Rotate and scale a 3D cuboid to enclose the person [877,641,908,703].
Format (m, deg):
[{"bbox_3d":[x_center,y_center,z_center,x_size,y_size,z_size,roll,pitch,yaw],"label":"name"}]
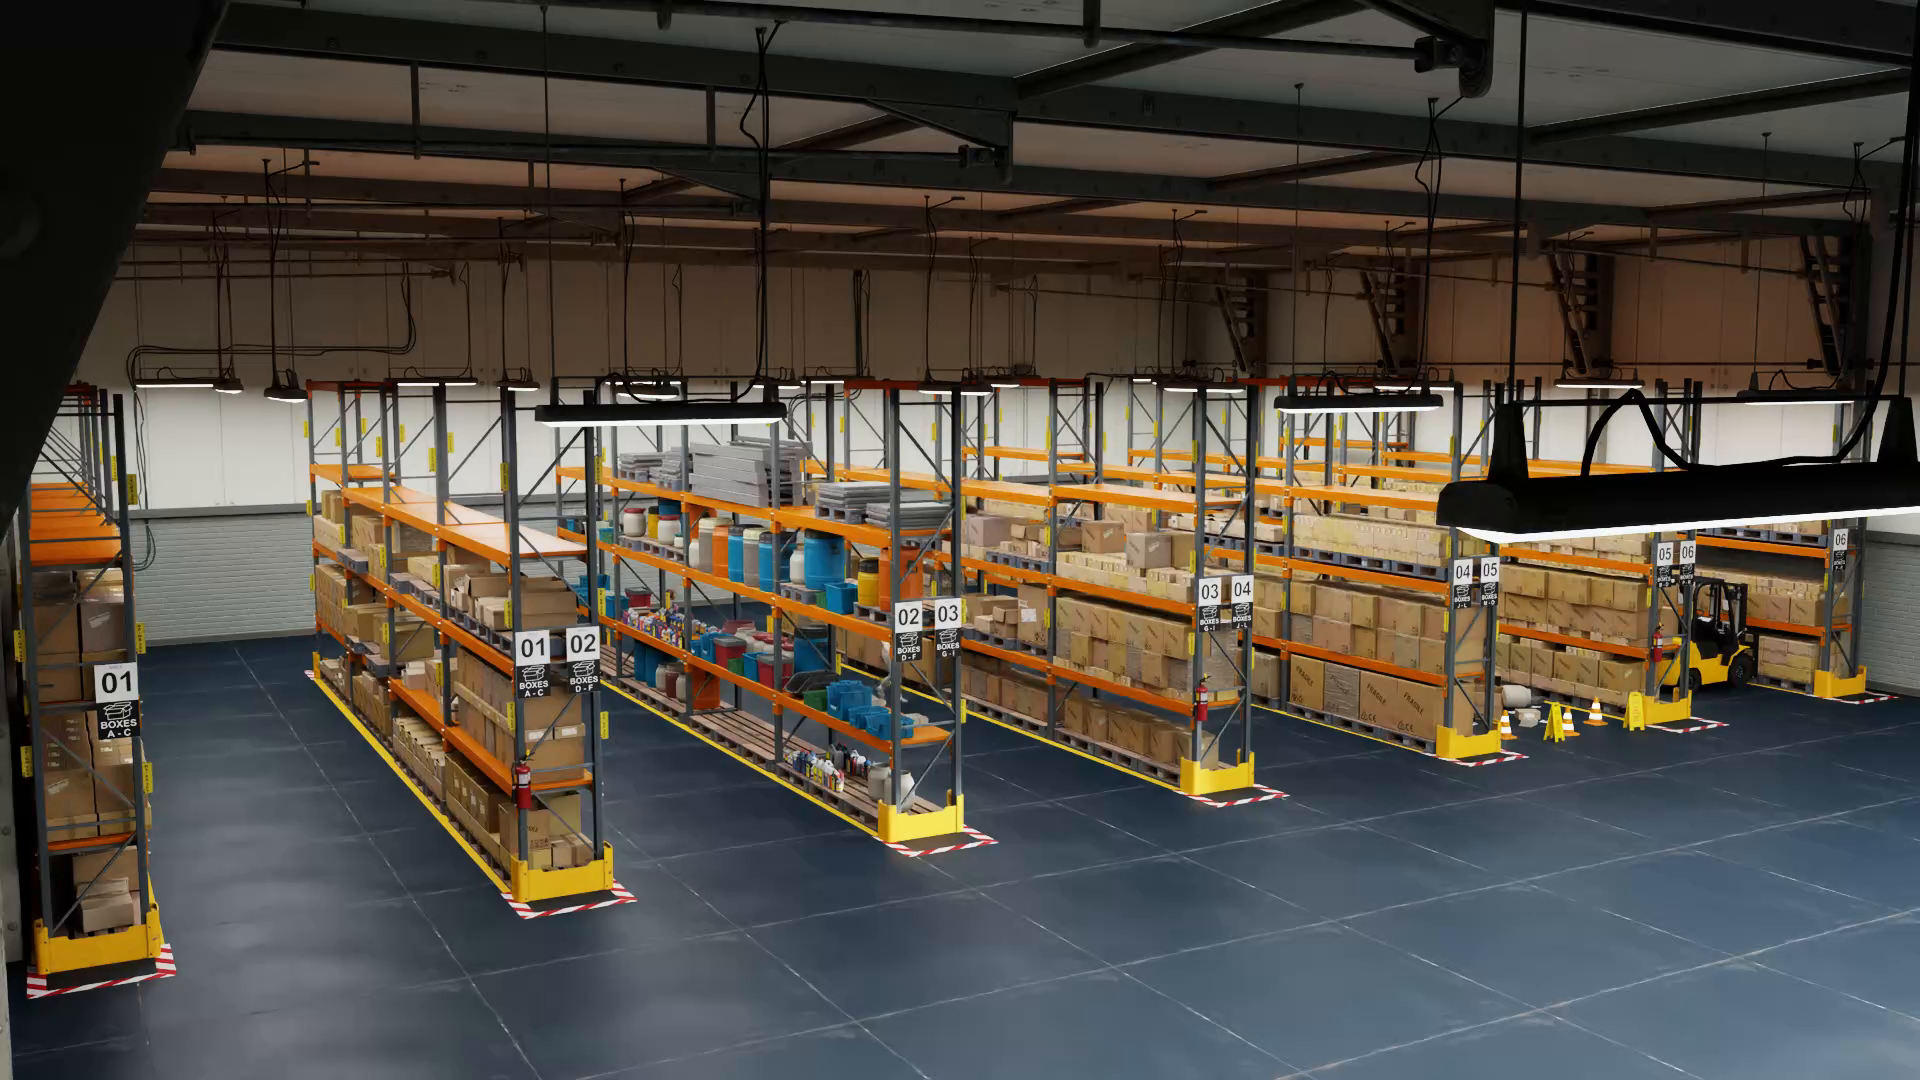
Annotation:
[{"bbox_3d":[-1.216,2.138,30.529,0.592,1.675,0.548,3,7,28],"label":"person"}]

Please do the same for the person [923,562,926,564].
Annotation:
[{"bbox_3d":[-1.090,1.118,41.020,0.688,1.711,0.950,6,8,44],"label":"person"}]

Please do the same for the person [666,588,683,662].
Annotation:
[{"bbox_3d":[-6.042,1.818,35.043,0.480,1.618,0.450,-2,6,-17],"label":"person"}]
